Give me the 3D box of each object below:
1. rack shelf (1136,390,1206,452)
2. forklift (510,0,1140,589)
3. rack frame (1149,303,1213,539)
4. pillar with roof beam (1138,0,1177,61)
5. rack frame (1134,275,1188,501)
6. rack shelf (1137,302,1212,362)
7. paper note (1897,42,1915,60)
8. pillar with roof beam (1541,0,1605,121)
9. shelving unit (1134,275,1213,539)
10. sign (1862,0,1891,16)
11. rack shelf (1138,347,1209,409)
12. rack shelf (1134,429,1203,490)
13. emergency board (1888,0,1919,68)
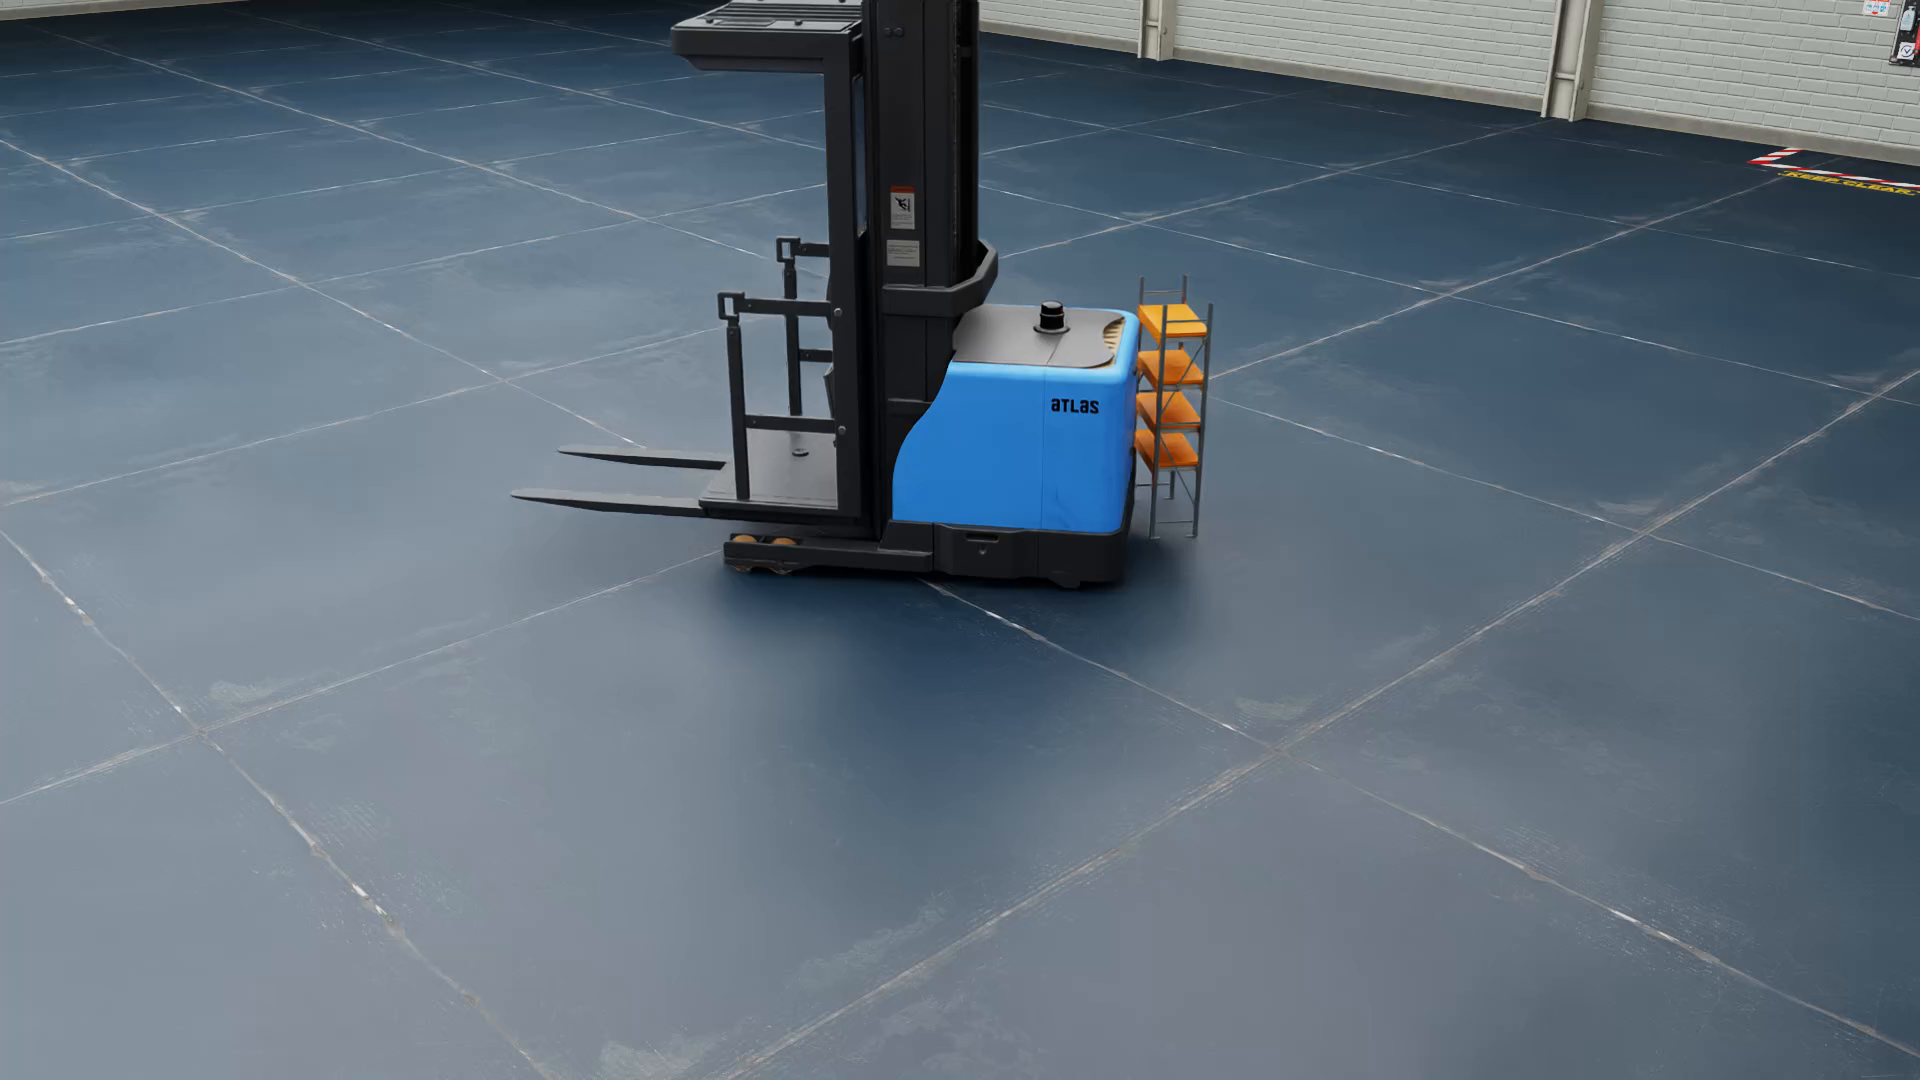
[{"bbox_3d":[1.034,-0.597,8.274,0.258,0.148,0.480,-3,25,-7],"label":"rack shelf"},{"bbox_3d":[-0.674,-1.385,7.755,3.031,2.935,1.130,4,25,9],"label":"forklift"},{"bbox_3d":[1.065,-0.558,8.025,0.240,1.200,0.015,-3,25,-7],"label":"rack frame"},{"bbox_3d":[-0.479,-9.429,18.077,9.100,9.000,0.400,-21,32,-38],"label":"pillar with roof beam"},{"bbox_3d":[1.004,-0.759,8.466,0.240,1.200,0.015,-3,25,-7],"label":"rack frame"},{"bbox_3d":[1.036,-1.016,8.083,0.258,0.148,0.480,-3,25,-7],"label":"rack shelf"},{"bbox_3d":[9.133,-4.717,16.038,0.016,0.148,0.142,-21,32,-38],"label":"paper note"},{"bbox_3d":[3.621,-7.611,14.092,9.100,9.000,0.400,-21,32,-38],"label":"pillar with roof beam"},{"bbox_3d":[1.034,-0.658,8.246,0.258,1.200,0.503,-3,25,-7],"label":"shelving unit"},{"bbox_3d":[8.901,-5.258,16.118,0.001,0.329,0.234,-21,32,-38],"label":"sign"},{"bbox_3d":[1.035,-0.801,8.181,0.258,0.148,0.480,-3,25,-7],"label":"rack shelf"},{"bbox_3d":[1.033,-0.416,8.356,0.258,0.148,0.480,-3,25,-7],"label":"rack shelf"},{"bbox_3d":[9.211,-5.053,15.712,0.157,1.169,0.626,-21,32,-38],"label":"emergency board"}]
